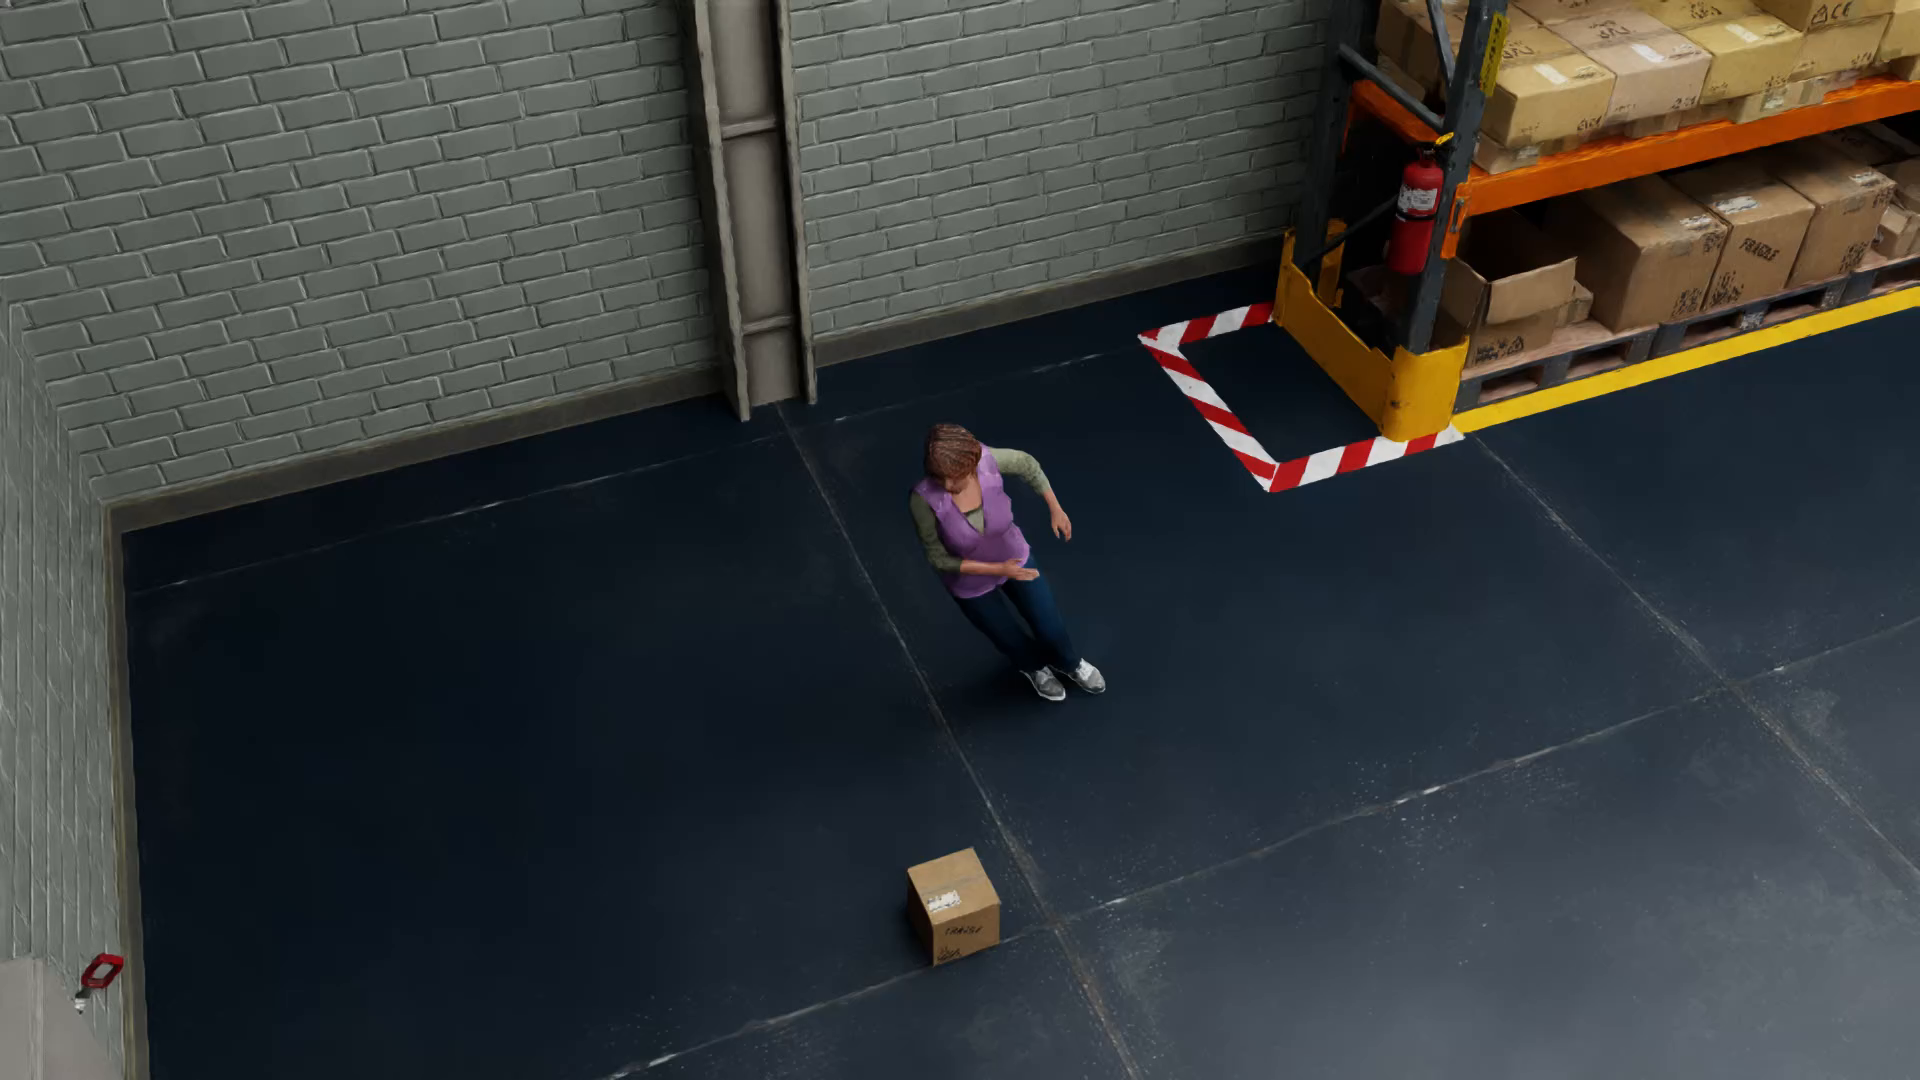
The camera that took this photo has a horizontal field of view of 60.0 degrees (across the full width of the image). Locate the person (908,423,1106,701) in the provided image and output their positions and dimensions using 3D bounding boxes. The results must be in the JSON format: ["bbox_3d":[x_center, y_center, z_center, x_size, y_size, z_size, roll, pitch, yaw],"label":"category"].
[{"bbox_3d":[0.212,0.125,6.110,0.783,1.486,0.500,-18,45,-19],"label":"person"}]
